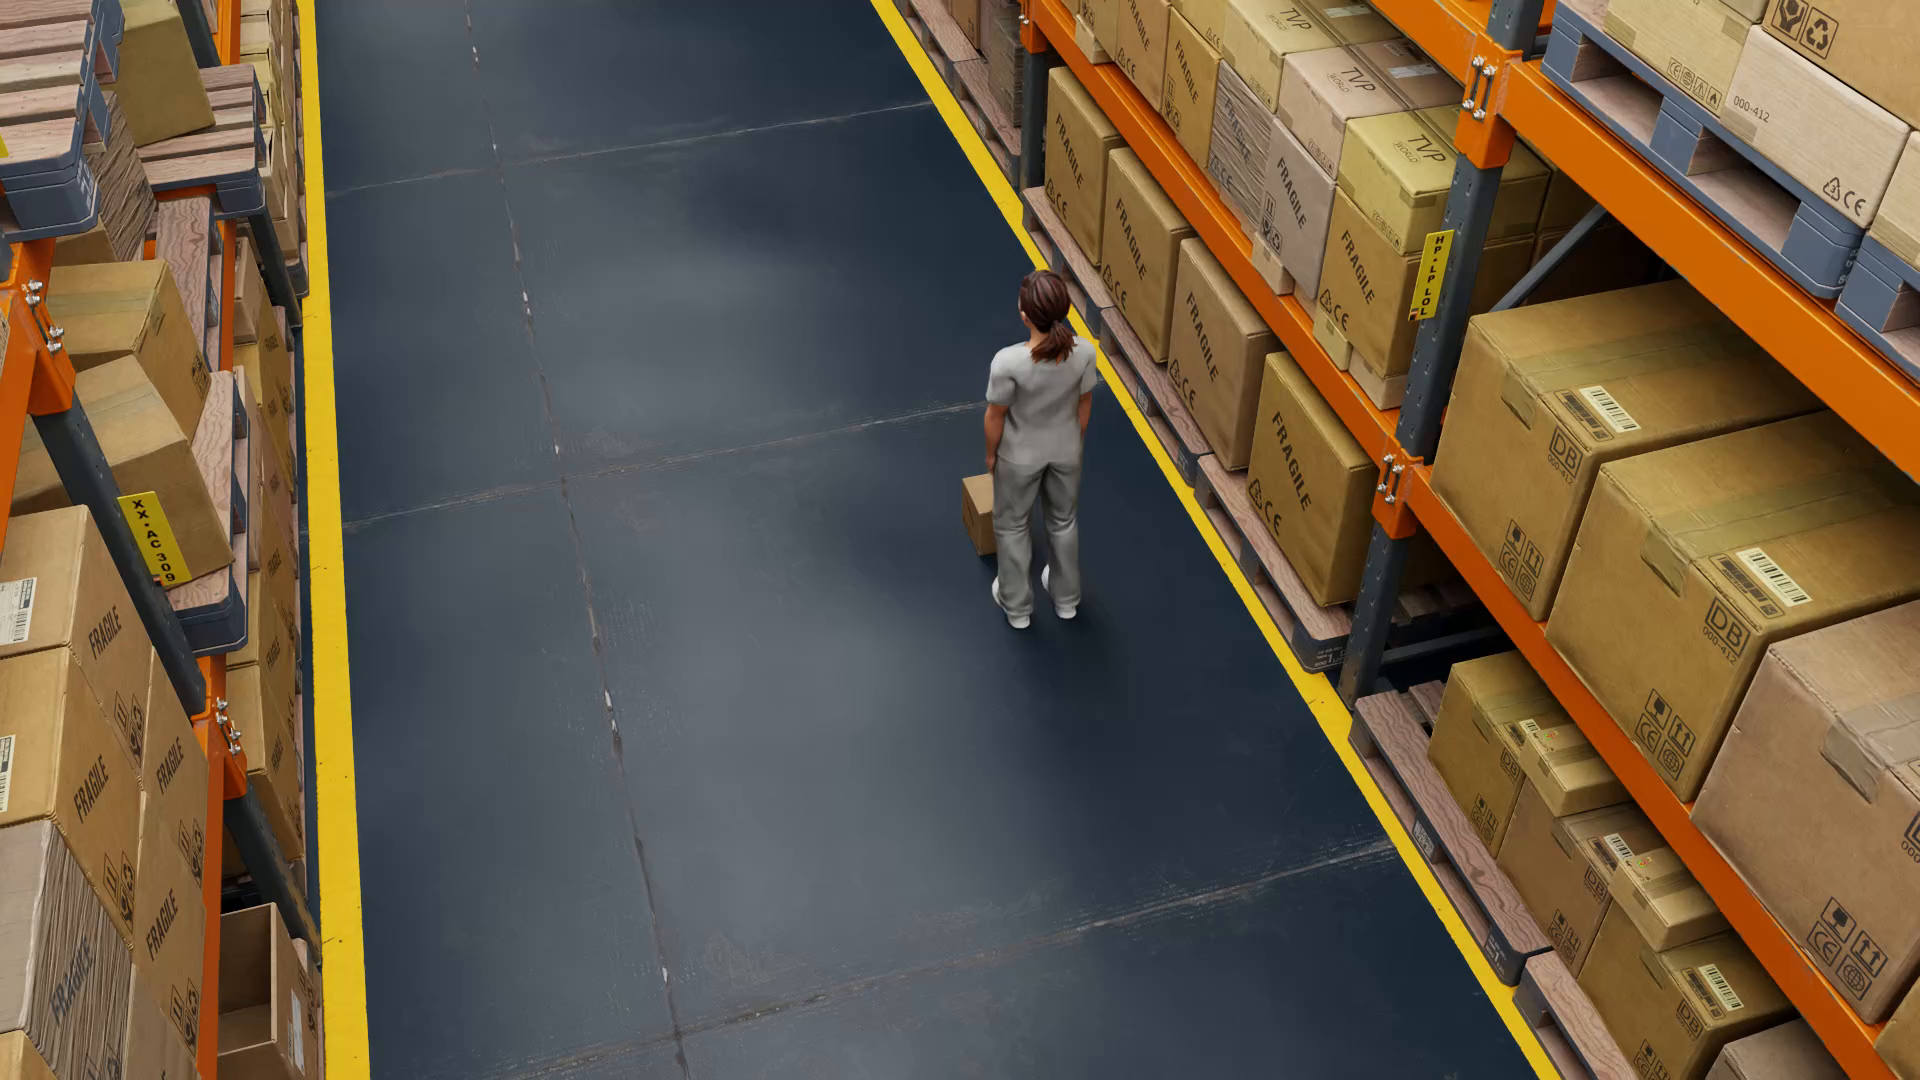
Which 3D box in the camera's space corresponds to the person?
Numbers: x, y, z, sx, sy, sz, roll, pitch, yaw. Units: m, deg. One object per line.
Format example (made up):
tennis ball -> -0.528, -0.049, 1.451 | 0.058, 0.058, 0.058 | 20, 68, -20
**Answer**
person -> 0.305, -0.333, 6.531 | 0.437, 1.672, 0.361 | -11, 44, -12
